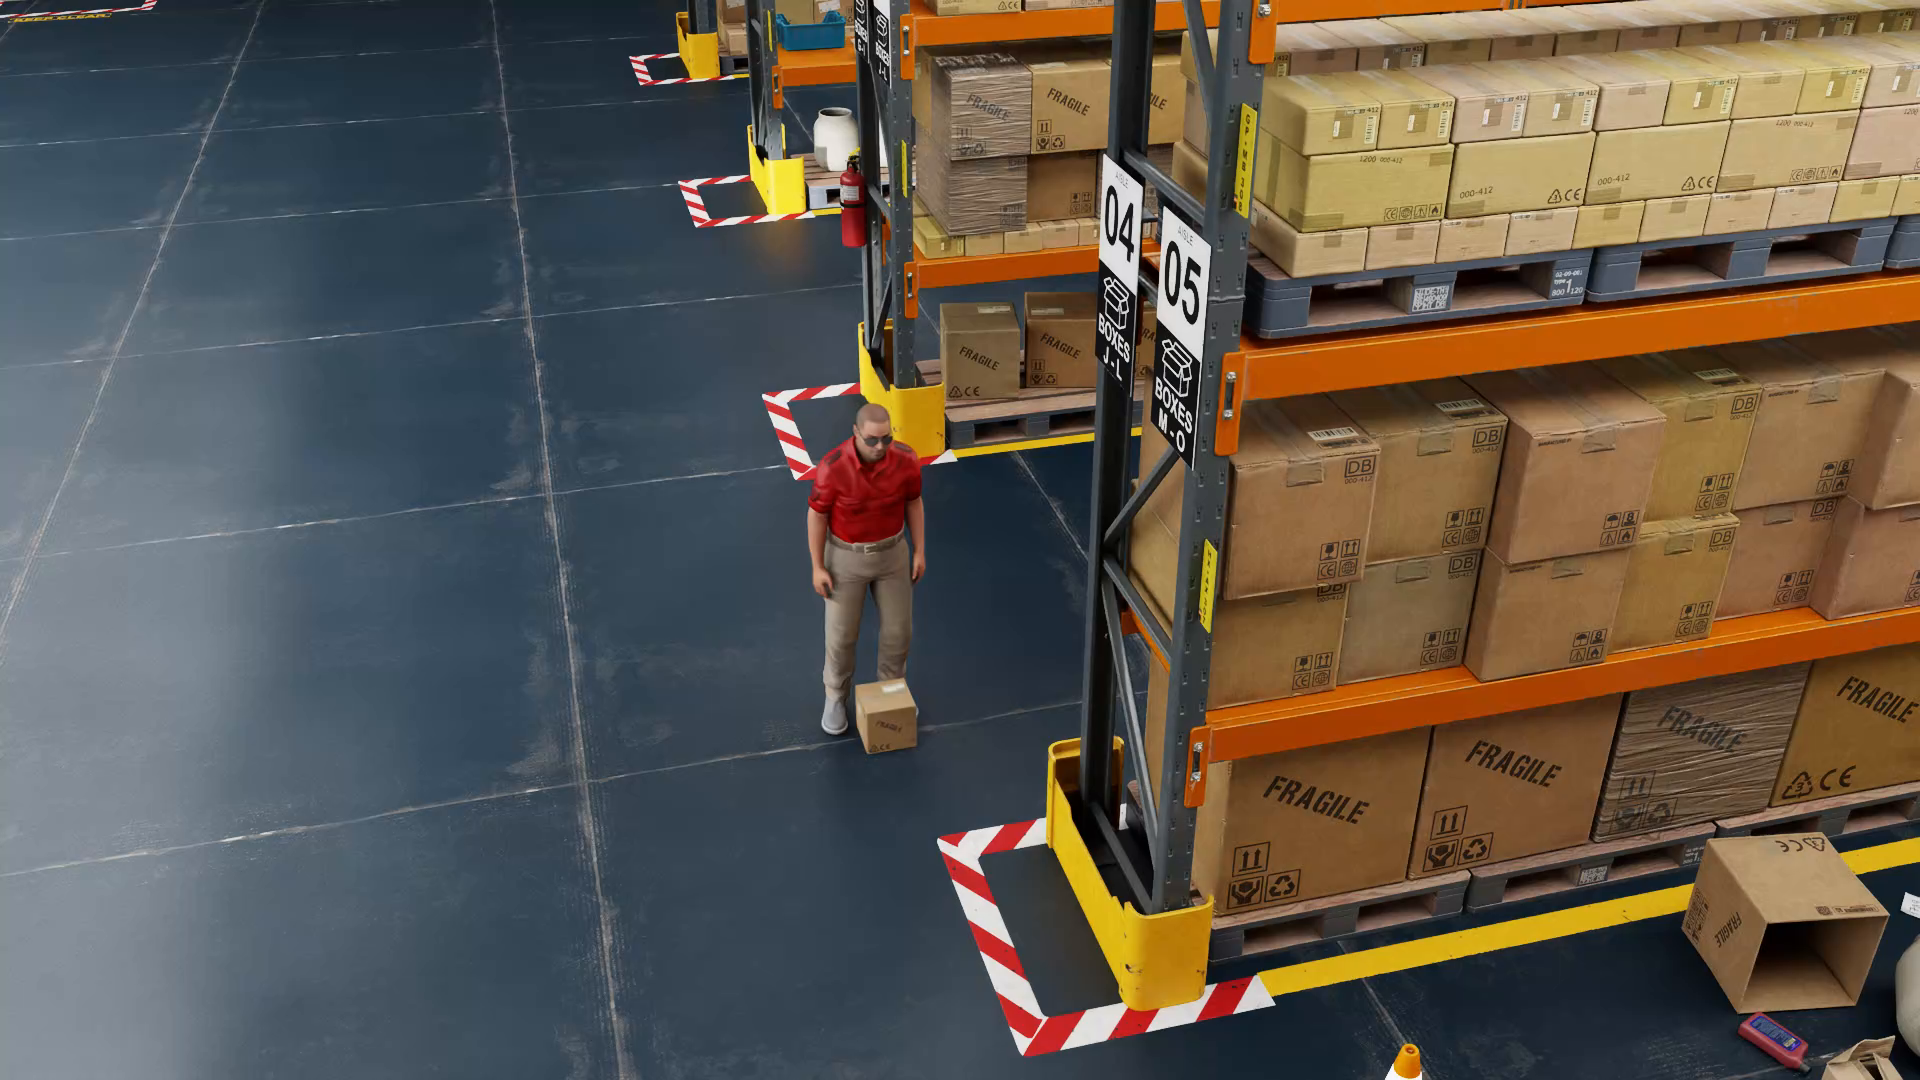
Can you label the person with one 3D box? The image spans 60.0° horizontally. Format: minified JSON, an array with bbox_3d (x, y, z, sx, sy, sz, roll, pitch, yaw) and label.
[{"bbox_3d":[-0.446,0.183,8.112,0.579,1.551,0.392,-9,31,-15],"label":"person"}]
